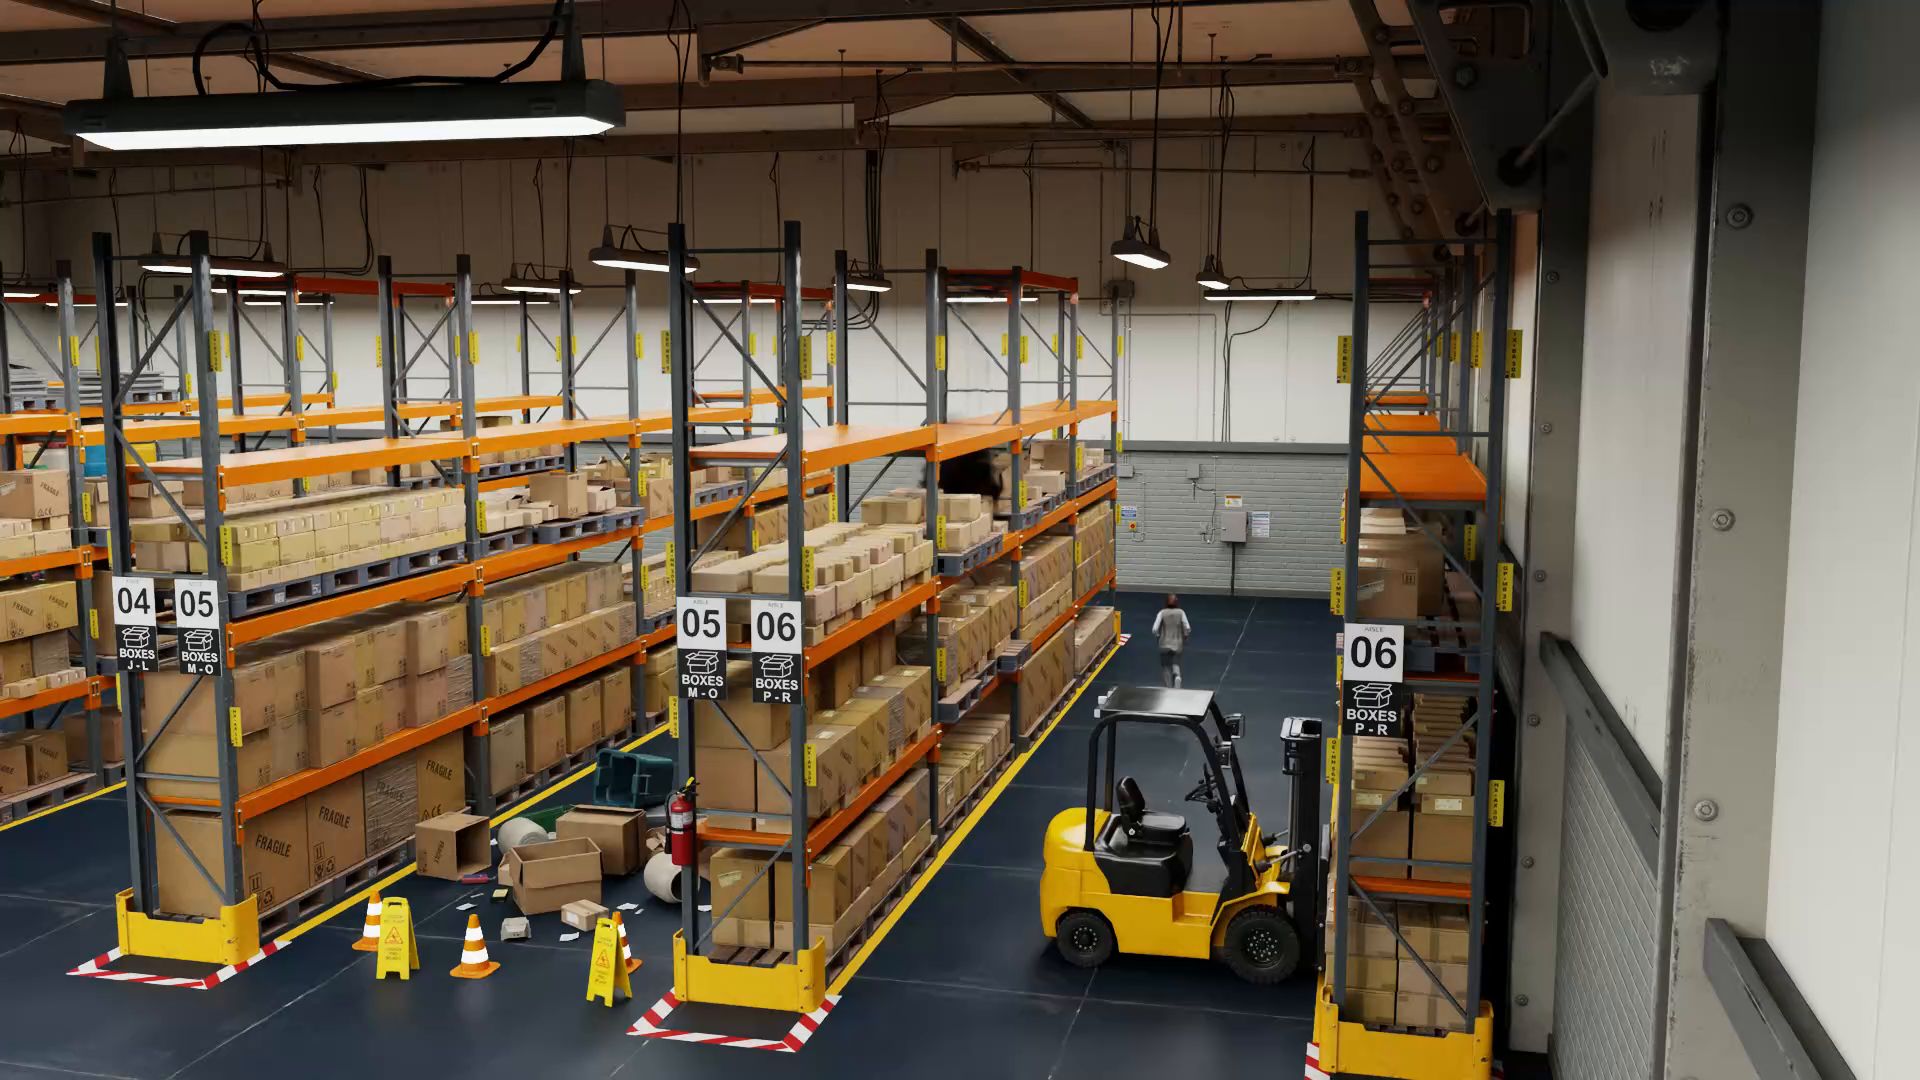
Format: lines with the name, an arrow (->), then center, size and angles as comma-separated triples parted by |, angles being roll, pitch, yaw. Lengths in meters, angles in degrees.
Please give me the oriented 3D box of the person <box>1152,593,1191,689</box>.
person -> 3.005, 1.527, 23.671 | 0.543, 1.559, 0.544 | 0, 7, 2
